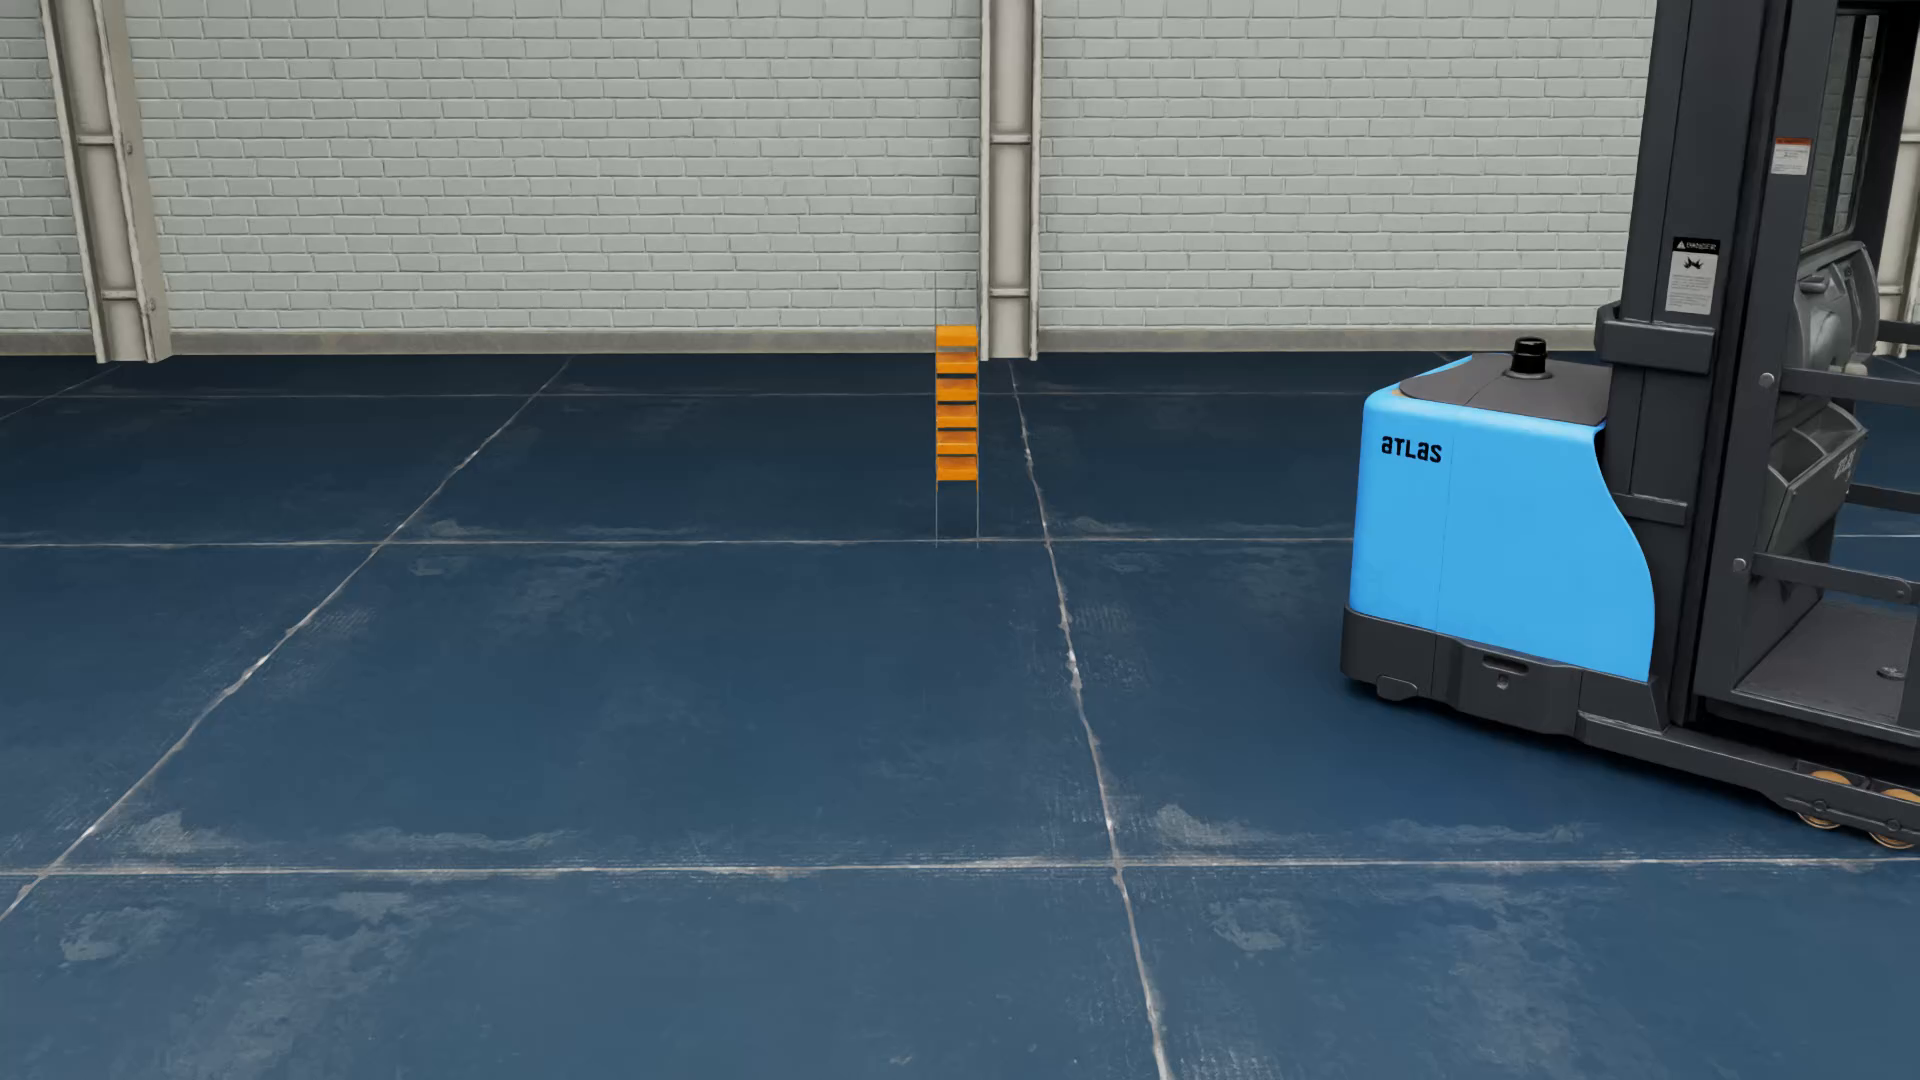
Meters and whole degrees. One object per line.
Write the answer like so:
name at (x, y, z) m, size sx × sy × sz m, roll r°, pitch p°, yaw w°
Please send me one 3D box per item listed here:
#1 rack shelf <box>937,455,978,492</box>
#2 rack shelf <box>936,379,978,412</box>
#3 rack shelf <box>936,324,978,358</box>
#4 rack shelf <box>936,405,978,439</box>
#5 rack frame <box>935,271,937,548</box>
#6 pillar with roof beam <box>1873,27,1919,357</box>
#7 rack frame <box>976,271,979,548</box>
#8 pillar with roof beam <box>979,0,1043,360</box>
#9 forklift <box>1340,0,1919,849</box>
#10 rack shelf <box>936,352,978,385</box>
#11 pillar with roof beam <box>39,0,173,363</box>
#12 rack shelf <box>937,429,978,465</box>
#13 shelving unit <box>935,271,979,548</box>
rack shelf at (-0.014, -0.300, 7.451) m, size 0.180 × 0.103 × 0.258 m, roll 0°, pitch 18°, yaw -1°
rack shelf at (-0.014, -0.643, 7.341) m, size 0.180 × 0.103 × 0.258 m, roll 0°, pitch 18°, yaw -1°
rack shelf at (-0.014, -0.872, 7.268) m, size 0.180 × 0.103 × 0.258 m, roll 0°, pitch 18°, yaw -1°
rack shelf at (-0.014, -0.529, 7.378) m, size 0.180 × 0.103 × 0.258 m, roll 0°, pitch 18°, yaw -1°
rack frame at (-0.106, -0.571, 7.363) m, size 0.006 × 1.200 × 0.240 m, roll 0°, pitch 18°, yaw -1°
pillar with roof beam at (6.399, -4.276, 6.146) m, size 0.400 × 9.000 × 9.100 m, roll 0°, pitch 18°, yaw -1°
rack frame at (0.077, -0.572, 7.365) m, size 0.006 × 1.200 × 0.240 m, roll 0°, pitch 18°, yaw -1°
pillar with roof beam at (0.400, -4.247, 6.056) m, size 0.400 × 9.000 × 9.100 m, roll 0°, pitch 18°, yaw -1°
forklift at (2.802, -0.690, 4.901) m, size 3.031 × 2.935 × 1.130 m, roll 14°, pitch 23°, yaw 37°
rack shelf at (-0.014, -0.757, 7.304) m, size 0.180 × 0.103 × 0.258 m, roll 0°, pitch 18°, yaw -1°
pillar with roof beam at (-5.599, -4.218, 5.966) m, size 0.400 × 9.000 × 9.100 m, roll 0°, pitch 18°, yaw -1°
rack shelf at (-0.014, -0.415, 7.414) m, size 0.180 × 0.103 × 0.258 m, roll 0°, pitch 18°, yaw -1°
shelving unit at (-0.014, -0.571, 7.364) m, size 0.189 × 1.200 × 0.258 m, roll 0°, pitch 18°, yaw -1°
